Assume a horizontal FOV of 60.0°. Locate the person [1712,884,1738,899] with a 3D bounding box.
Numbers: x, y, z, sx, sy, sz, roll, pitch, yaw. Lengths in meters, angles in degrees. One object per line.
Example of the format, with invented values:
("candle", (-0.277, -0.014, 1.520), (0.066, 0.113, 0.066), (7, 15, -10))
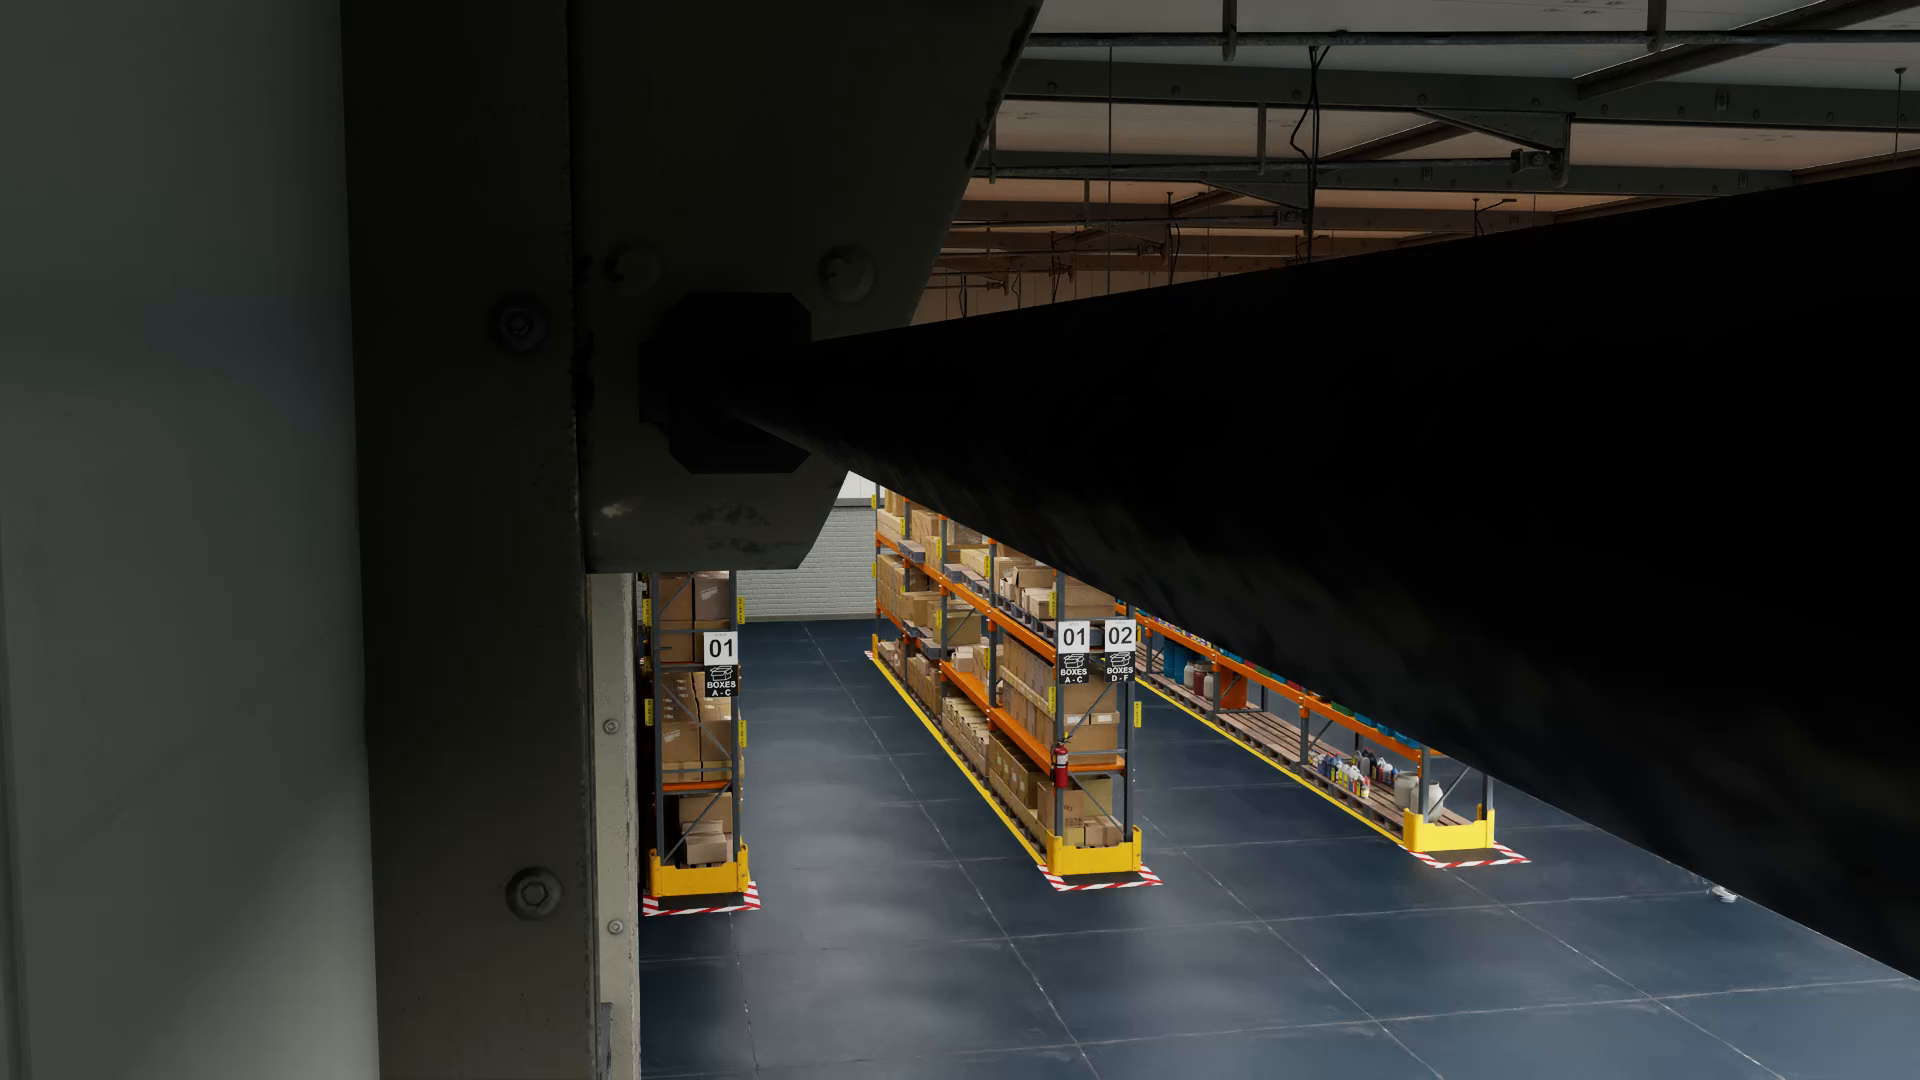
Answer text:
("person", (9.372, 3.479, 19.693), (0.788, 1.623, 0.585), (3, 6, 24))
